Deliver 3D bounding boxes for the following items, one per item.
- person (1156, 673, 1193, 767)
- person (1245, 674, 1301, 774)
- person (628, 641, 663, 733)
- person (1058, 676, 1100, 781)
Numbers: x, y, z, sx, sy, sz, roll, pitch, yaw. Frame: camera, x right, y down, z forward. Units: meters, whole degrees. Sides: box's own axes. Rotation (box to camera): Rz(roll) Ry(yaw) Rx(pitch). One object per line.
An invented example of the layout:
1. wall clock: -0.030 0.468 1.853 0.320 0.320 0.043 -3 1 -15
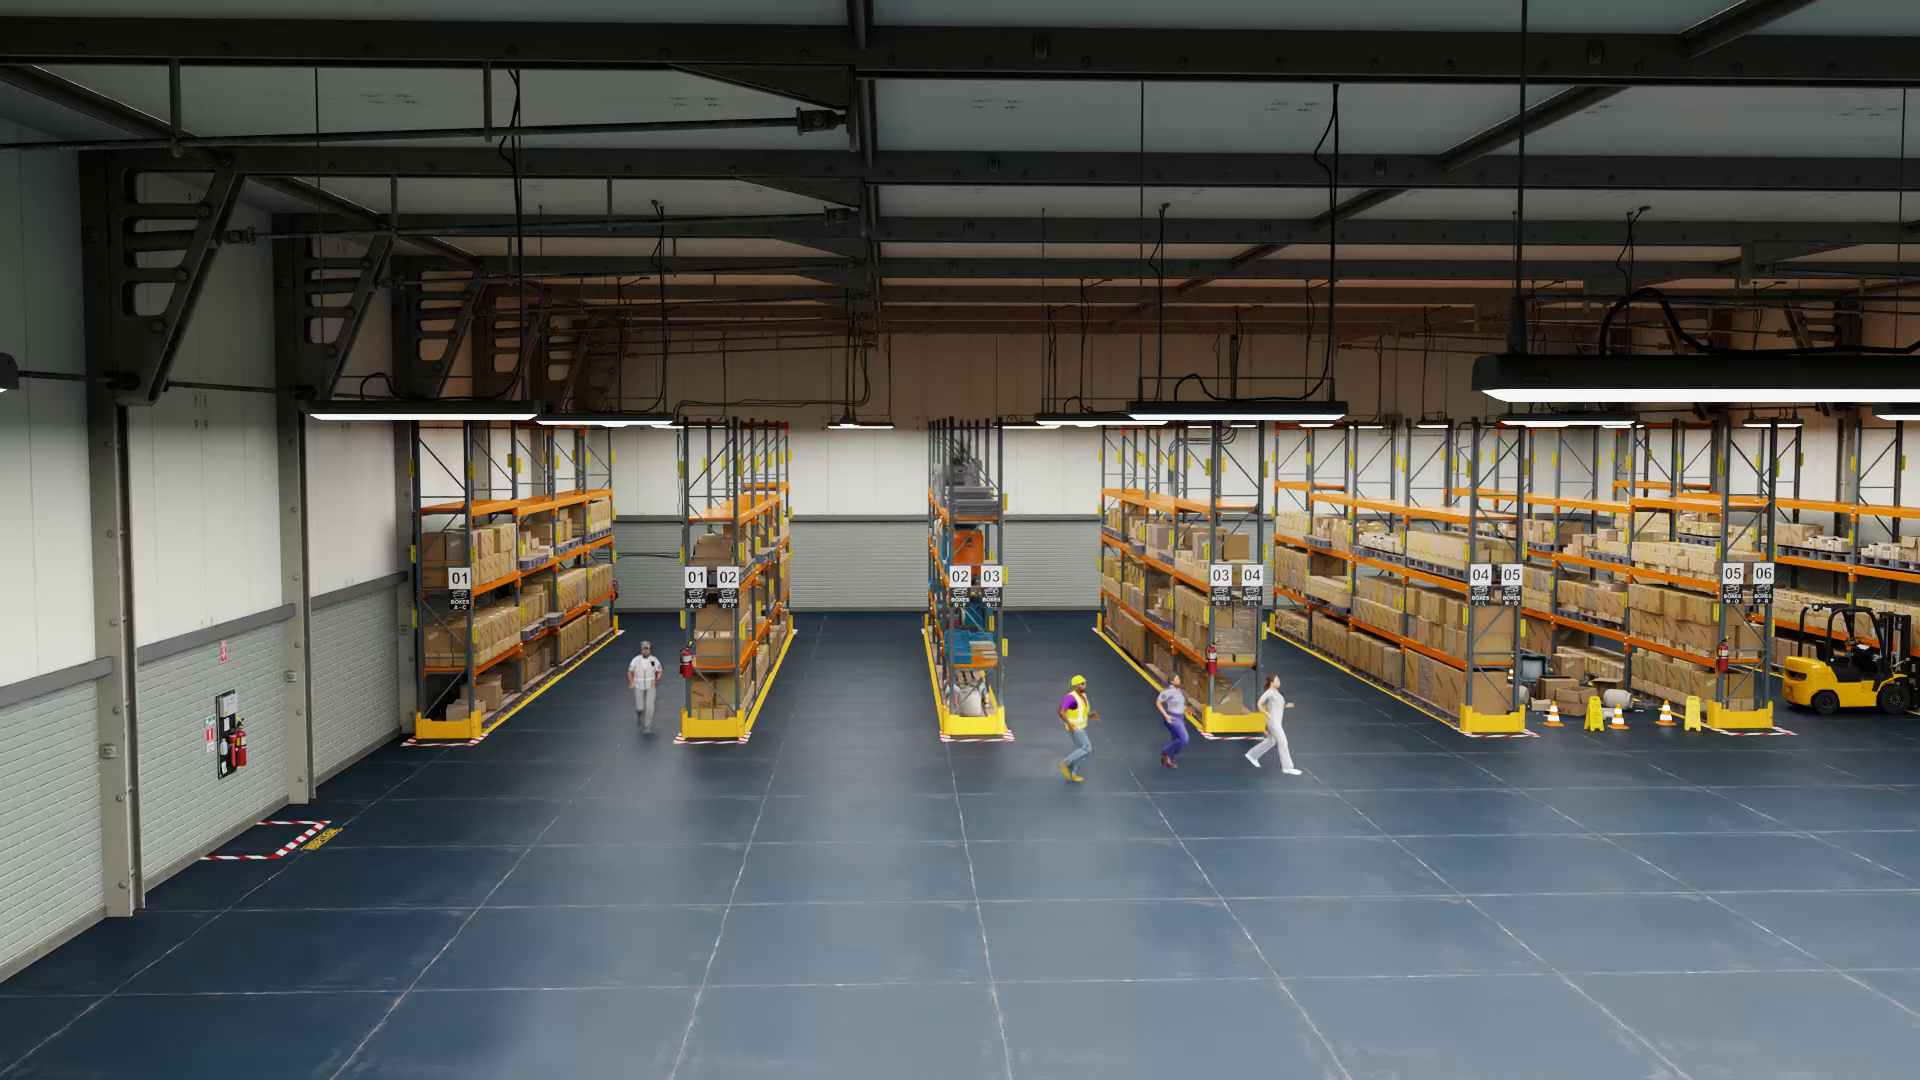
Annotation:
1. person: 3.676 3.076 28.245 0.583 1.597 0.592 2 4 26
2. person: 5.229 3.054 27.770 0.970 1.646 0.565 2 4 23
3. person: -5.991 2.788 31.667 0.653 1.726 0.577 -1 4 -10
4. person: 1.970 3.079 27.235 0.588 1.729 0.681 2 4 22
